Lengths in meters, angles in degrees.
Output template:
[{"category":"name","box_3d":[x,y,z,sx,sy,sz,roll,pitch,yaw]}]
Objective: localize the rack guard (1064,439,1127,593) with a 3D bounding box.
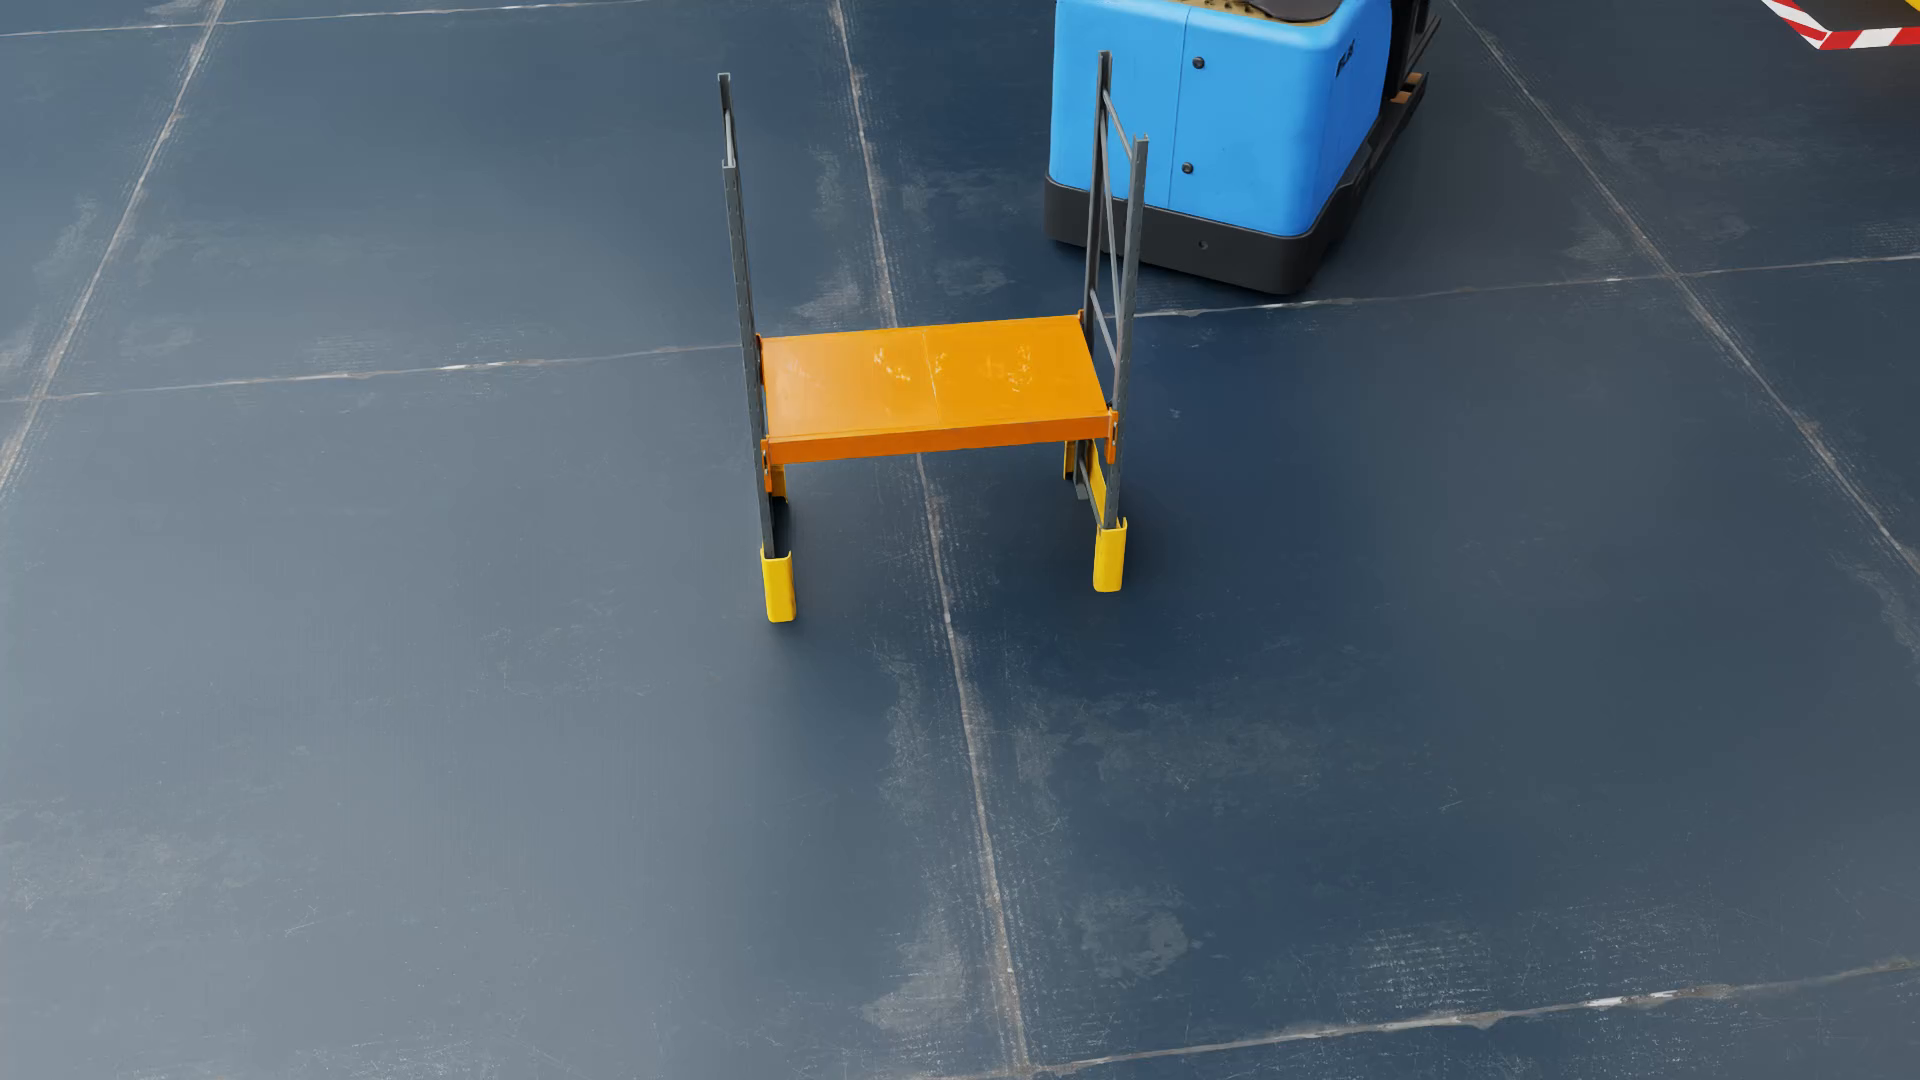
[{"category":"rack guard","box_3d":[0.418,-0.129,5.207,0.087,0.250,0.587,-5,42,-6]}]

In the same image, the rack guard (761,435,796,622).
[{"category":"rack guard","box_3d":[-0.569,-0.043,5.111,0.087,0.250,0.587,-5,42,-6]}]

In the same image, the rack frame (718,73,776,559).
[{"category":"rack frame","box_3d":[-0.589,-0.505,4.691,0.032,1.500,0.500,-5,42,-6]}]

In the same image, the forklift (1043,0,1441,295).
[{"category":"forklift","box_3d":[1.412,-2.985,6.371,1.130,2.935,3.031,18,45,19]}]

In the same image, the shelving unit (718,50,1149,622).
[{"category":"shelving unit","box_3d":[-0.076,-0.550,4.740,1.083,1.500,0.587,-5,42,-6]}]

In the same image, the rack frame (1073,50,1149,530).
[{"category":"rack frame","box_3d":[0.419,-0.594,4.788,0.032,1.500,0.500,-5,42,-6]}]

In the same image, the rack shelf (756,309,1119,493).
[{"category":"rack shelf","box_3d":[-0.085,-0.416,4.860,1.000,0.185,0.538,-5,42,-6]}]
